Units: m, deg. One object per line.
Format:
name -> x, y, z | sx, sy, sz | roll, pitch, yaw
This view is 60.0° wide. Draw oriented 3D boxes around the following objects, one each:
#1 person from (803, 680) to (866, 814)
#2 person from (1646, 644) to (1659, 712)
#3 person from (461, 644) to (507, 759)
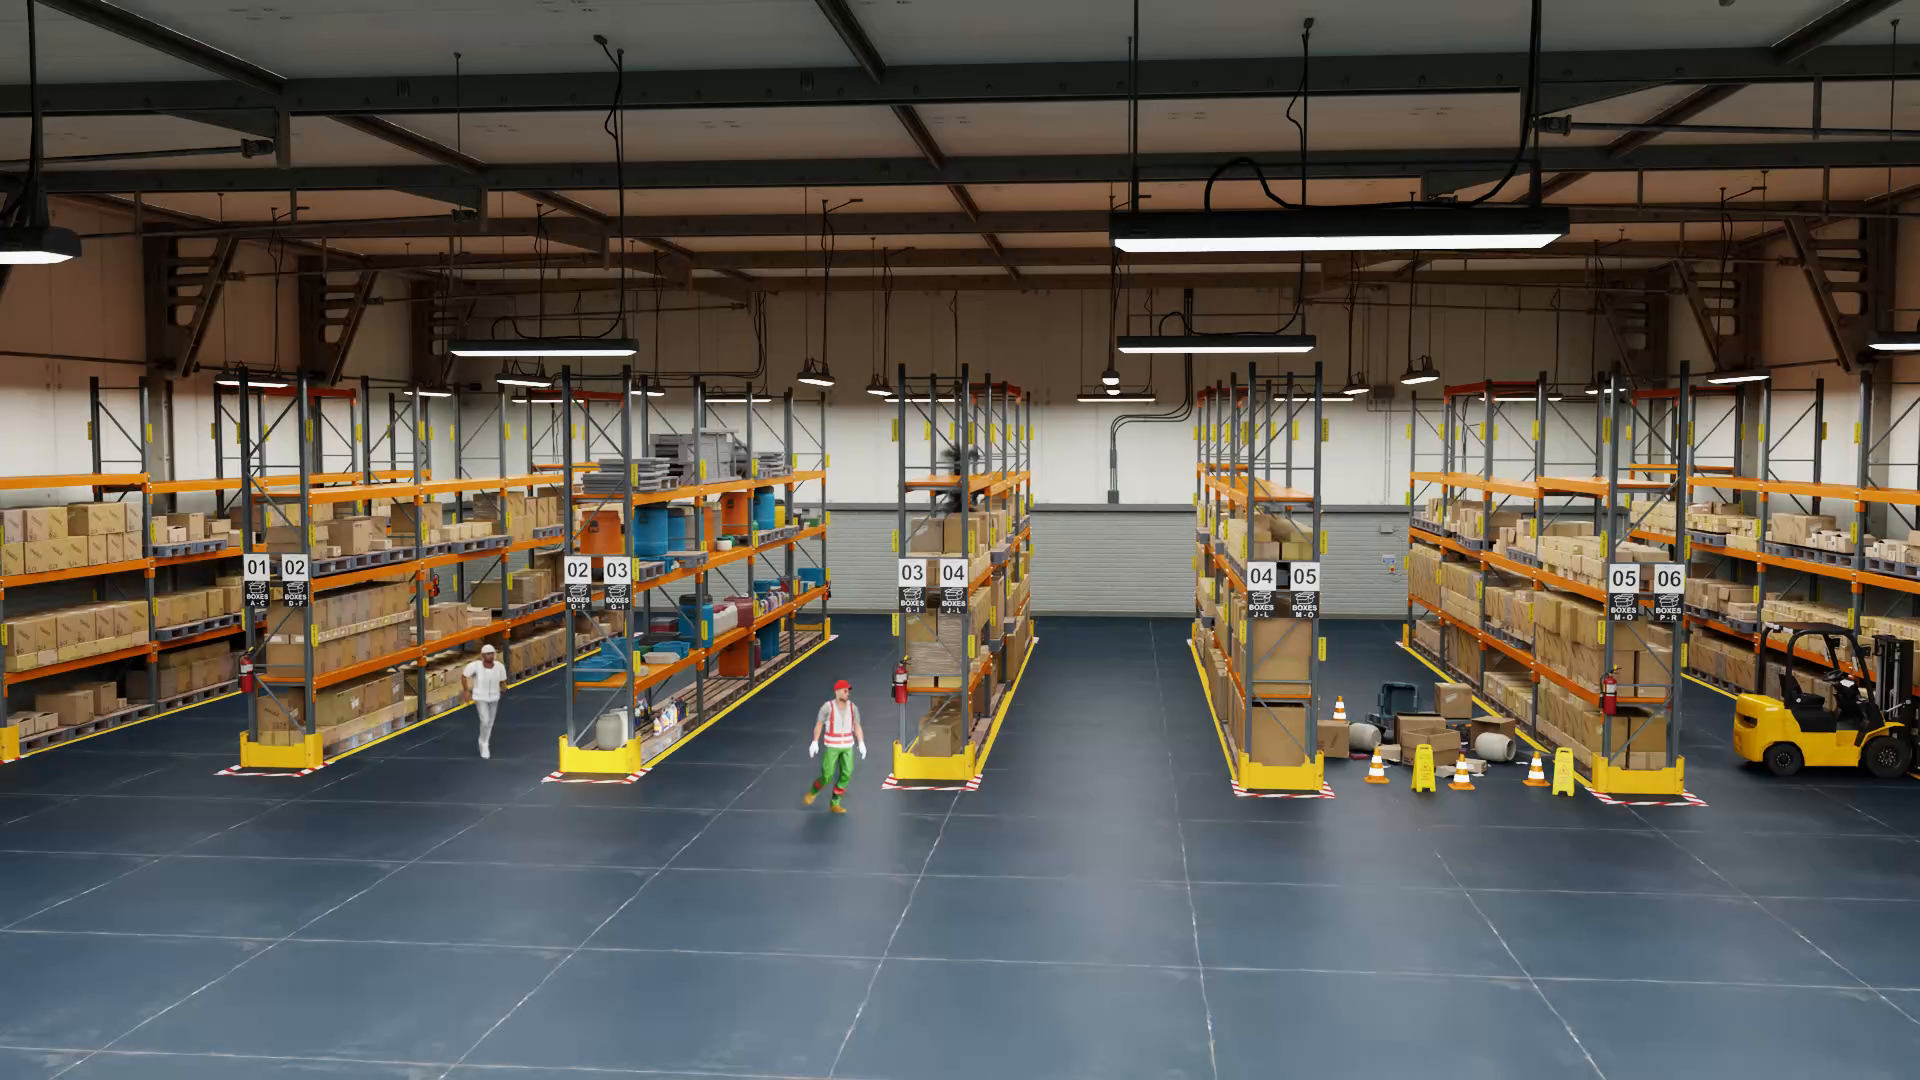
person -> -1.670, 2.719, 21.934 | 0.766, 1.742, 0.579 | -2, 4, -24
person -> 11.922, 2.383, 28.930 | 0.695, 1.544, 0.841 | -1, 4, -10
person -> -7.335, 2.493, 25.744 | 0.645, 1.777, 0.824 | -3, 5, -37
